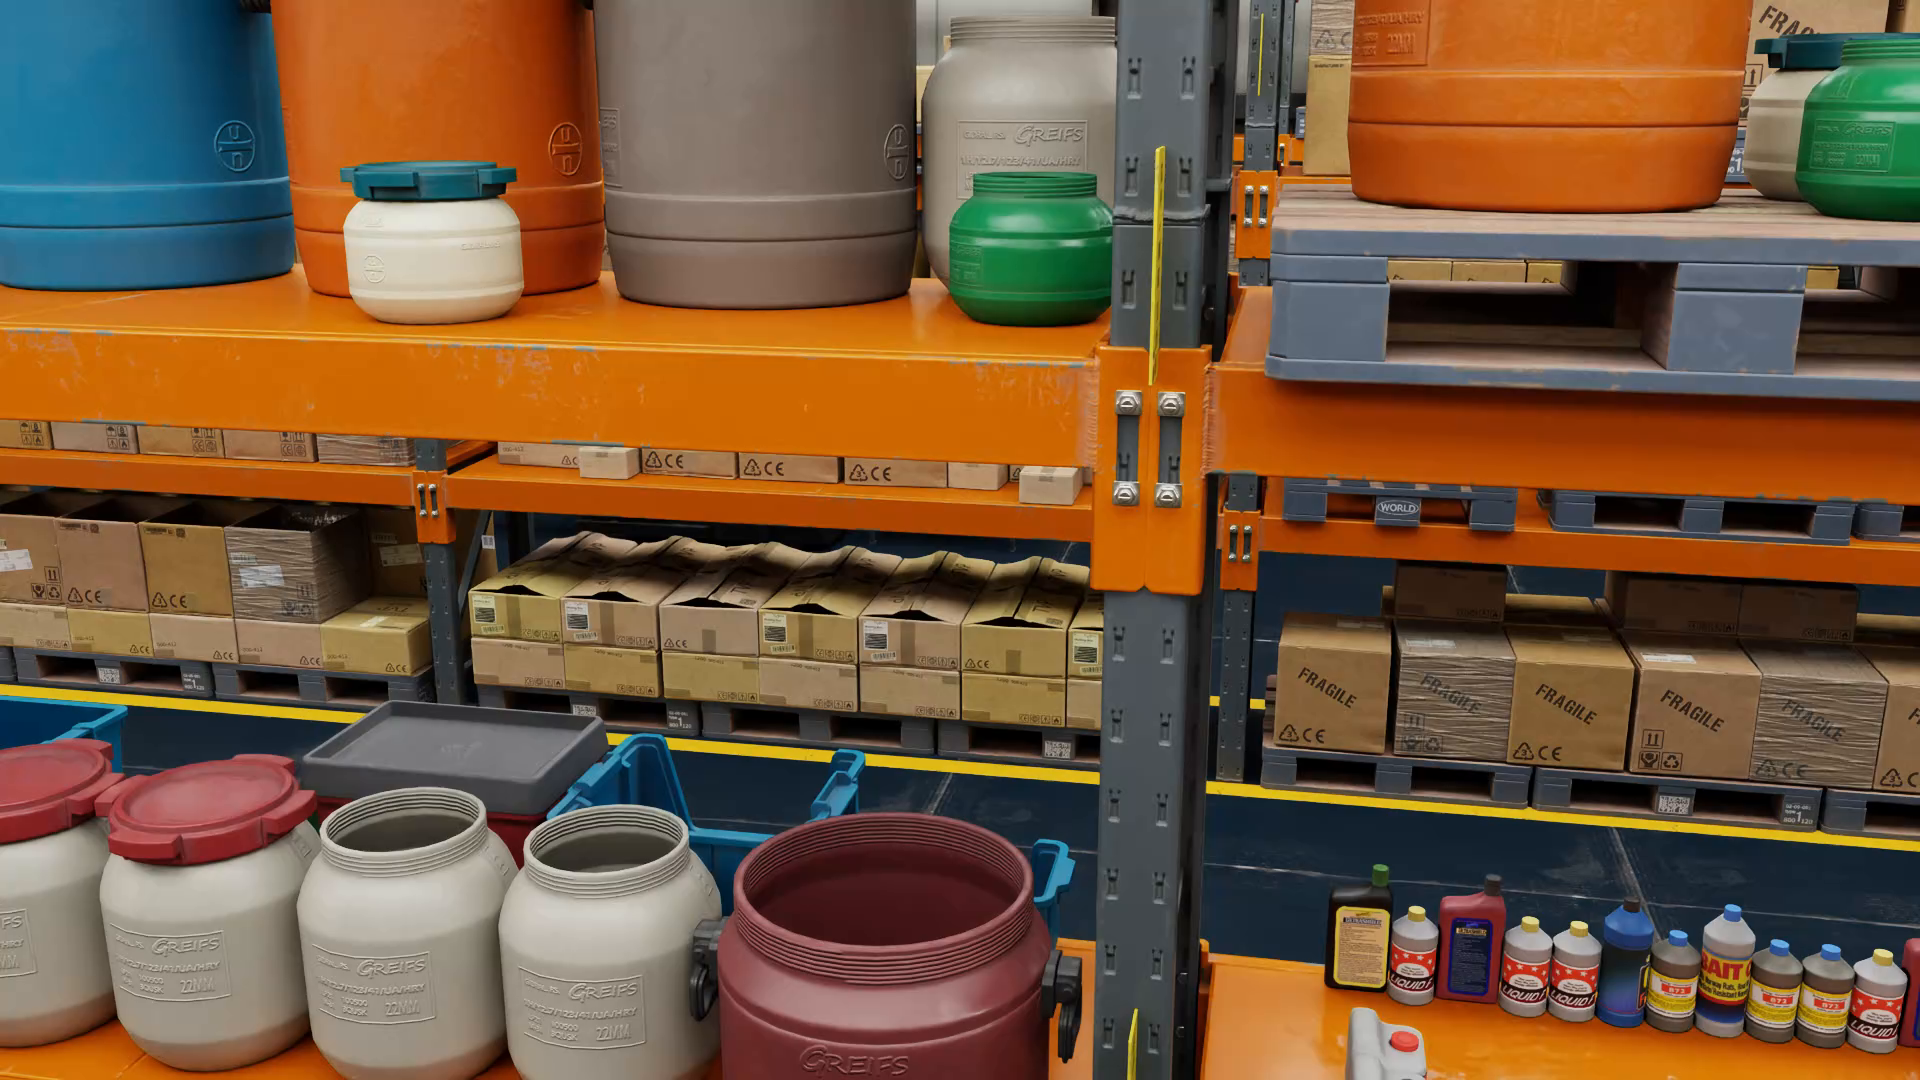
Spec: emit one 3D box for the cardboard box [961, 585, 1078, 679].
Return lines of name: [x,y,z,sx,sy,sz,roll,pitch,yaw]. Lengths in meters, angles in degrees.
cardboard box: [0.298,0.434,8.121,0.500,0.311,0.500,3,16,10]

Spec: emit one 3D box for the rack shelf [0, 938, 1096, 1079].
rack shelf: [-1.580,1.106,3.727,4.000,0.370,1.077,3,16,11]

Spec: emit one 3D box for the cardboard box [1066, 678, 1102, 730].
cardboard box: [0.806,0.729,8.105,0.500,0.250,0.500,3,16,12]

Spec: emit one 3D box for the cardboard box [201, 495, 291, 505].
cardboard box: [-3.921,-0.041,9.479,0.500,0.500,0.500,3,16,11]

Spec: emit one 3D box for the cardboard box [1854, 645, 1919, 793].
cardboard box: [4.267,0.796,7.357,0.500,0.500,0.500,3,16,11]

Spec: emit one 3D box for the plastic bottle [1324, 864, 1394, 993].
plastic bottle: [0.861,0.832,3.587,0.133,0.283,0.061,3,16,11]

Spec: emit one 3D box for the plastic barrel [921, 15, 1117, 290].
plastic barrel: [0.137,-0.730,3.180,0.421,0.512,0.421,0,15,0]

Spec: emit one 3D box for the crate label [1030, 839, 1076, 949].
crate label: [0.042,0.826,3.704,0.416,0.233,0.303,3,16,11]

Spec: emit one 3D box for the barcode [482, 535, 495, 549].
barcode: [-2.382,0.010,8.396,0.075,0.075,0.001,3,16,11]

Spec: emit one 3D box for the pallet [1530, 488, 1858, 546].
pallet: [3.277,-0.235,7.580,1.213,0.211,1.003,3,16,11]

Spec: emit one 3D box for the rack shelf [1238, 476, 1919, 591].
rack shelf: [3.331,0.024,7.636,4.000,0.370,1.077,3,16,11]

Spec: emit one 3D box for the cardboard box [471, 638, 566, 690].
cardboard box: [-2.203,0.567,8.691,0.500,0.250,0.500,3,16,10]

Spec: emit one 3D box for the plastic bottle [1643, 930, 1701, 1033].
plastic bottle: [1.483,0.910,3.458,0.097,0.201,0.097,0,15,0]

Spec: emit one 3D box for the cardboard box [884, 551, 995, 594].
cardboard box: [-0.100,0.265,8.731,0.500,0.311,0.500,3,16,10]

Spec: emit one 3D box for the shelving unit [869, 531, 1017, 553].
shelving unit: [-0.084,-0.727,11.808,1.048,1.500,0.538,3,16,11]

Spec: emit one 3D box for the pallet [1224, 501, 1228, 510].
pallet: [1.589,-0.424,13.126,1.213,0.211,1.003,3,16,11]

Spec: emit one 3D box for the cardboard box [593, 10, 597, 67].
cardboard box: [-1.953,-2.536,8.000,0.500,0.500,0.500,3,16,12]

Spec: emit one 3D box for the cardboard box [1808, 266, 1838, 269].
cardboard box: [5.765,-2.033,11.527,0.500,0.250,0.500,4,16,12]

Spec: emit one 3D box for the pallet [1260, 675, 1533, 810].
pallet: [2.095,0.964,8.117,1.213,0.211,1.003,3,16,11]

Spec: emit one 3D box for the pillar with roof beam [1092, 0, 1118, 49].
pillar with roof beam: [0.395,-3.786,8.803,0.400,9.000,9.100,3,16,11]

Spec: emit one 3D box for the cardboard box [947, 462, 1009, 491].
cardboard box: [0.110,-0.362,8.149,0.250,0.149,0.380,4,16,15]

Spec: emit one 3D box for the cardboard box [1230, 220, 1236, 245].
cardboard box: [2.010,-2.309,12.482,0.250,0.149,0.380,1,16,4]

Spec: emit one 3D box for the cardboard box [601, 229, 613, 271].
cardboard box: [-2.581,-2.206,13.177,0.500,0.500,0.500,3,16,11]

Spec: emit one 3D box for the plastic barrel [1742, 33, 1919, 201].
plastic barrel: [1.460,-0.697,2.741,0.301,0.262,0.301,0,15,0]

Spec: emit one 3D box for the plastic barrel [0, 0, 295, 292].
plastic barrel: [-1.716,-0.994,3.403,0.708,0.901,0.600,3,16,11]

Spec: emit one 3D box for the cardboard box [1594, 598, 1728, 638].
cardboard box: [3.357,0.605,8.046,0.500,0.500,0.500,3,16,9]

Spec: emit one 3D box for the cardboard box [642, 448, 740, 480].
cardboard box: [-1.284,-0.617,8.414,0.500,0.500,0.500,4,16,15]

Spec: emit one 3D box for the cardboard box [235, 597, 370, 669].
cardboard box: [-3.535,0.484,8.991,0.500,0.250,0.500,3,16,11]

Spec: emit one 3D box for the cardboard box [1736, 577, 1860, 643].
cardboard box: [3.885,0.272,7.845,0.500,0.250,0.500,3,16,11]

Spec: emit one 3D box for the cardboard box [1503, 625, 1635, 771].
cardboard box: [2.764,0.716,7.645,0.500,0.500,0.500,3,16,10]

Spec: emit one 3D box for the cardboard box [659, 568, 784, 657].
cardboard box: [-1.197,0.353,8.414,0.500,0.311,0.500,3,16,9]

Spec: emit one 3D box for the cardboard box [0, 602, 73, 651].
cardboard box: [-5.007,0.407,9.269,0.500,0.250,0.500,3,16,11]

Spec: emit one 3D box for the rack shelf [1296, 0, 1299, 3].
rack shelf: [4.314,-3.971,11.567,4.000,0.370,1.077,3,16,11]

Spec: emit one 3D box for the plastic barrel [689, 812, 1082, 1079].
plastic barrel: [-0.135,0.855,3.031,0.708,0.536,0.600,3,16,11]

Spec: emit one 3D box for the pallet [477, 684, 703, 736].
pallet: [-1.819,0.730,8.959,1.213,0.211,1.003,3,16,11]

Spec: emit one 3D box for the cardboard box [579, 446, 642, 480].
cardboard box: [-1.722,-0.421,8.362,0.250,0.149,0.380,3,16,11]

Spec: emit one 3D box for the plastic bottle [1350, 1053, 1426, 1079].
plastic bottle: [0.740,1.033,2.875,0.135,0.276,0.152,3,16,11]

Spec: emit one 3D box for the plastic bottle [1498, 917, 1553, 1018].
plastic bottle: [1.197,0.895,3.515,0.097,0.201,0.097,0,15,0]

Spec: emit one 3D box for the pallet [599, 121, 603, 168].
pallet: [-1.682,-1.952,8.160,1.217,0.209,0.805,2,16,9]

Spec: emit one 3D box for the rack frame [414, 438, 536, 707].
rack frame: [-2.549,-0.642,8.692,0.127,3.000,1.000,3,16,11]

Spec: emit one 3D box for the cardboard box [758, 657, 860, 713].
cardboard box: [-0.696,0.648,8.397,0.500,0.250,0.500,3,16,12]

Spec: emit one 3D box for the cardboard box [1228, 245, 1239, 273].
cardboard box: [1.892,-2.008,12.611,0.500,0.500,0.700,1,16,5]

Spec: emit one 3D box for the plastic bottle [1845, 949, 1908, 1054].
plastic bottle: [1.865,0.931,3.384,0.097,0.201,0.097,0,15,0]

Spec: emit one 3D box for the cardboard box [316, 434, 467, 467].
cardboard box: [-2.985,-0.712,8.758,0.500,0.500,0.700,3,16,10]

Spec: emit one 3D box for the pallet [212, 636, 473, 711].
pallet: [-3.320,0.648,9.256,1.213,0.211,1.003,3,16,11]

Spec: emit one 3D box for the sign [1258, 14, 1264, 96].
sign: [1.252,-2.018,6.921,0.005,0.325,0.100,3,16,11]

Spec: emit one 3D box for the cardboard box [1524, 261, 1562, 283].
cardboard box: [4.288,-1.751,11.913,0.500,0.500,0.500,4,16,13]

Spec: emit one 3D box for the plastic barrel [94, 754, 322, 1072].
plastic barrel: [-1.503,0.758,3.382,0.433,0.535,0.433,0,15,0]

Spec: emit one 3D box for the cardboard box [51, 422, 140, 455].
cardboard box: [-4.496,-0.793,9.050,0.500,0.500,0.700,4,16,13]

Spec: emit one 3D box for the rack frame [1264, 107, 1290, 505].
rack frame: [2.354,-1.726,12.603,0.127,3.000,1.000,3,16,11]

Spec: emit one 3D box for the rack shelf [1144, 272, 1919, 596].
rack shelf: [2.340,-0.126,2.558,4.000,0.370,1.077,3,16,11]

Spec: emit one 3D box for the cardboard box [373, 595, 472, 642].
cardboard box: [-2.943,0.376,9.378,0.500,0.250,0.500,3,16,11]

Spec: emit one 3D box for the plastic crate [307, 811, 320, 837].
plastic crate: [-1.777,0.774,3.975,0.662,0.188,0.450,3,16,11]

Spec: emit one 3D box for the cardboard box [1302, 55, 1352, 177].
cardboard box: [1.805,-1.909,7.458,0.500,0.500,0.910,3,16,11]

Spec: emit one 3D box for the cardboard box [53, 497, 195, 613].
cardboard box: [-4.518,0.073,9.067,0.500,0.500,0.500,3,16,11]

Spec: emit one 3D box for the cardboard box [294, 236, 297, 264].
cardboard box: [-3.481,-1.364,8.680,0.500,0.500,0.700,3,16,11]

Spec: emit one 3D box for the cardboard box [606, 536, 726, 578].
cardboard box: [-1.584,0.183,9.027,0.500,0.311,0.500,4,16,13]

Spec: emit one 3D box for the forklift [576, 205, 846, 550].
forklift: [-2.286,-1.524,12.004,3.031,2.935,1.130,3,16,12]

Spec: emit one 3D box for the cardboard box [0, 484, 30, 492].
cardboard box: [-5.884,-0.143,9.849,0.500,0.500,0.500,3,16,11]
